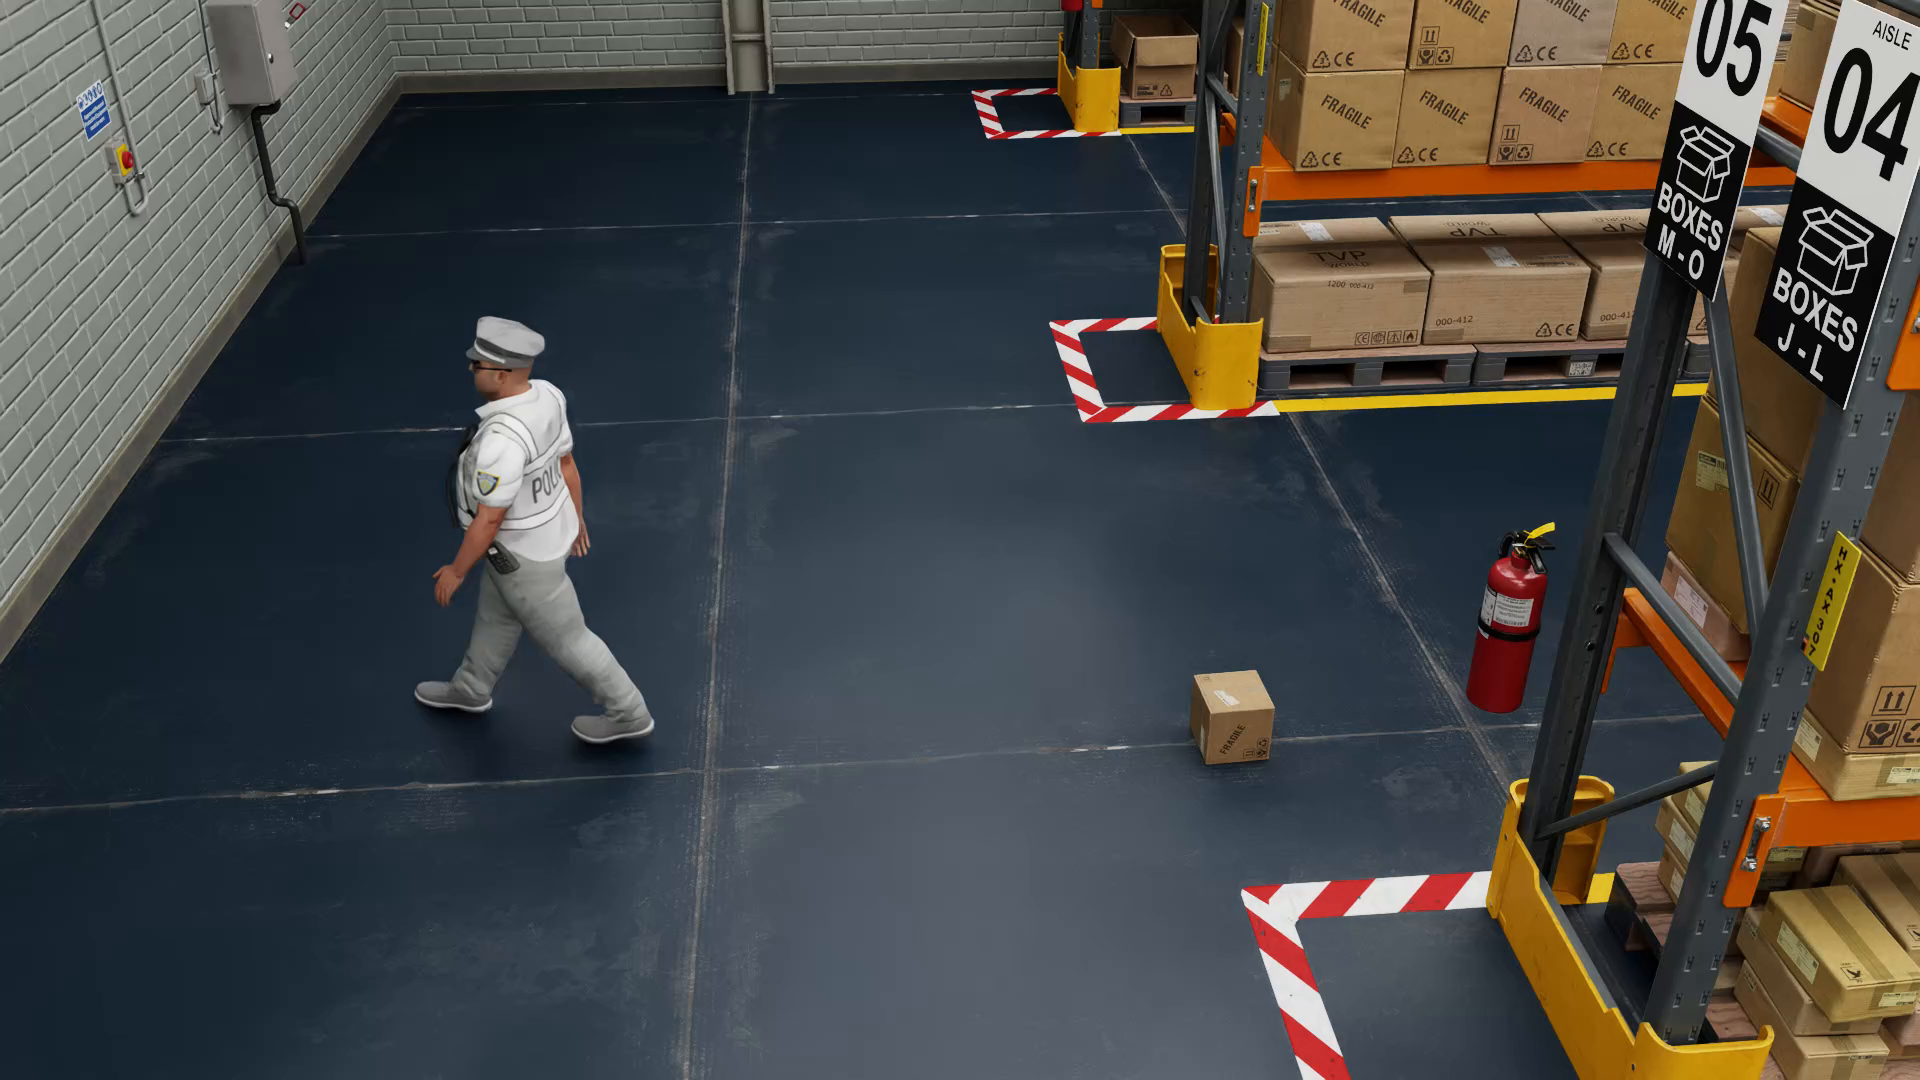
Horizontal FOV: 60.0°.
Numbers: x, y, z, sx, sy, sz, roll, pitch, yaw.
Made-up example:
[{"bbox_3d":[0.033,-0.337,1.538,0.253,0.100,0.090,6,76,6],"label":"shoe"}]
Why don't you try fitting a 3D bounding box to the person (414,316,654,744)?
[{"bbox_3d":[-1.693,-0.008,6.095,1.001,1.713,0.572,1,31,2],"label":"person"}]
